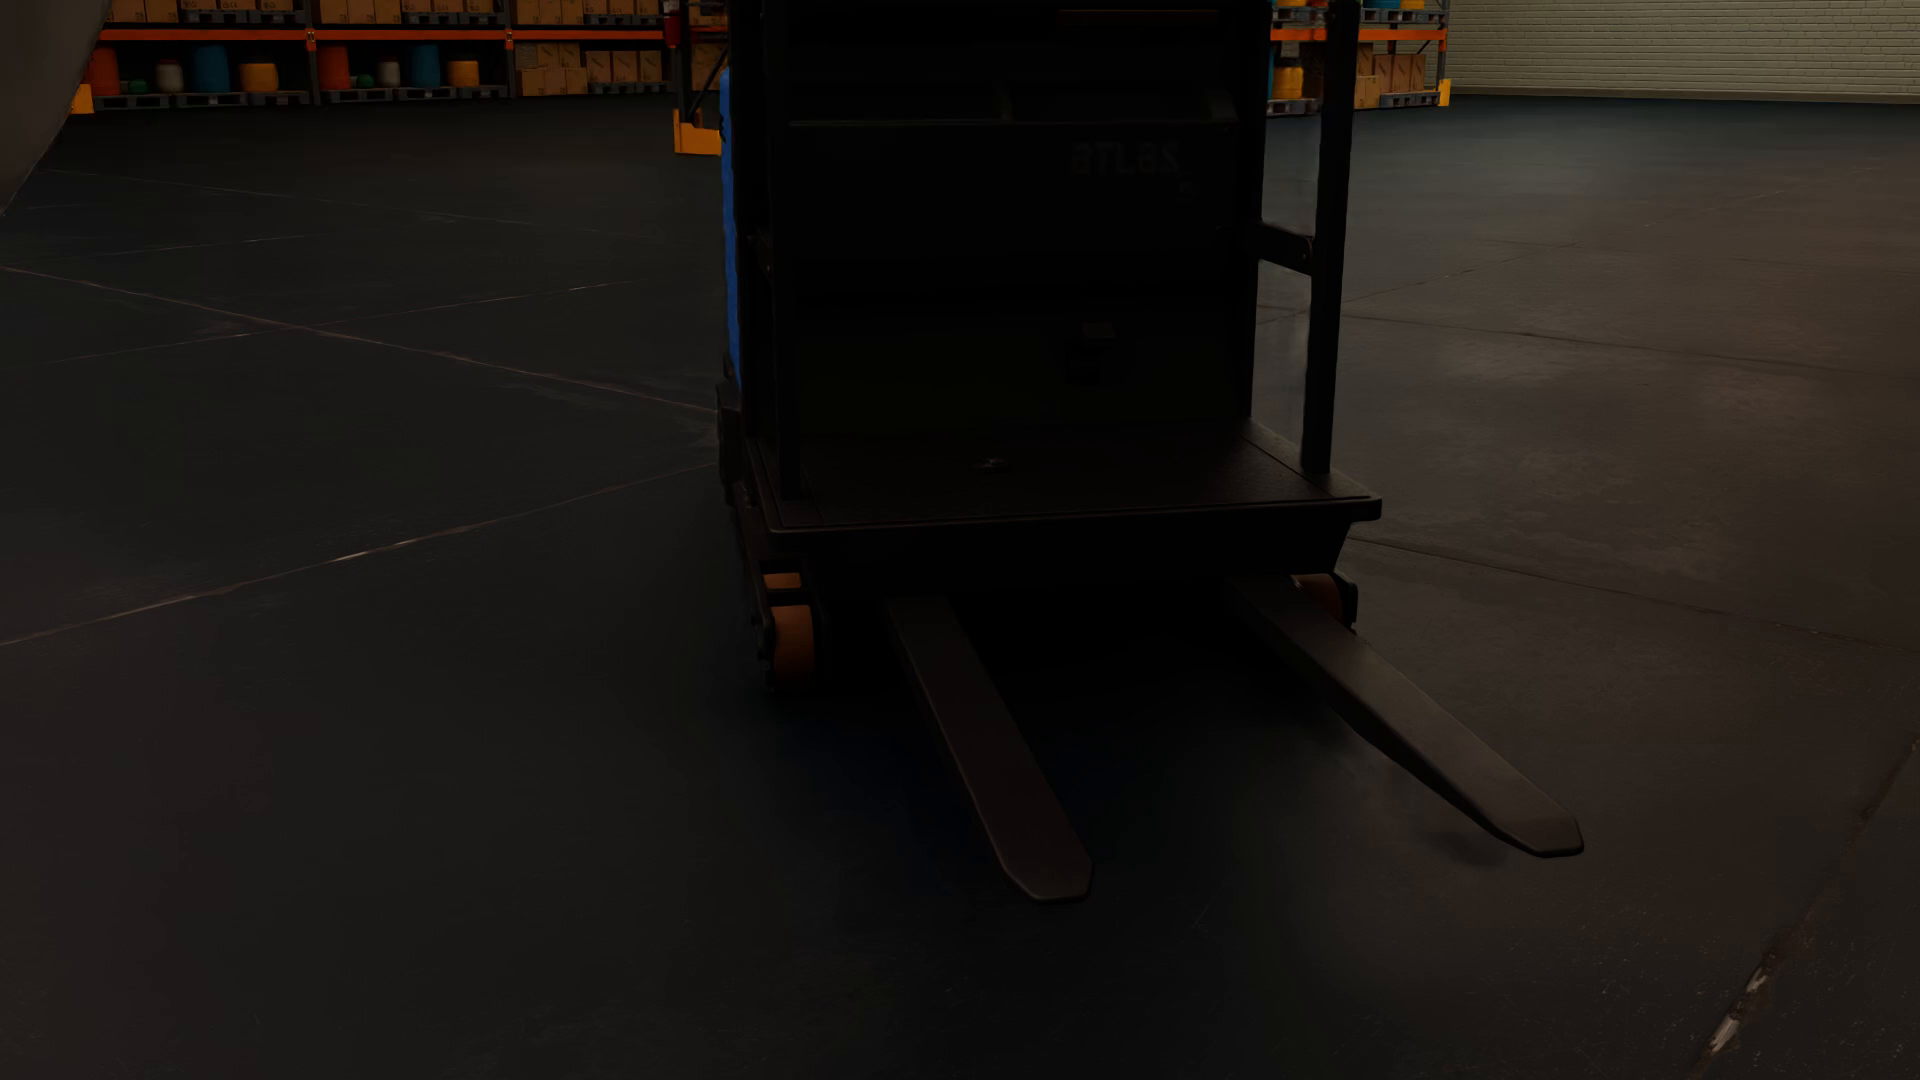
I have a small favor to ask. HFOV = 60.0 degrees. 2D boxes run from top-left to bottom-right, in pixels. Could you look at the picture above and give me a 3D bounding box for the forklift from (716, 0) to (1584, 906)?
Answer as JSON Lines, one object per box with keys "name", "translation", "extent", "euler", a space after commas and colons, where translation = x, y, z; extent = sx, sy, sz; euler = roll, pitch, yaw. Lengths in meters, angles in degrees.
{"name": "forklift", "translation": [0.132, -1.237, 2.972], "extent": [1.130, 2.935, 3.031], "euler": [-3, 17, -10]}
